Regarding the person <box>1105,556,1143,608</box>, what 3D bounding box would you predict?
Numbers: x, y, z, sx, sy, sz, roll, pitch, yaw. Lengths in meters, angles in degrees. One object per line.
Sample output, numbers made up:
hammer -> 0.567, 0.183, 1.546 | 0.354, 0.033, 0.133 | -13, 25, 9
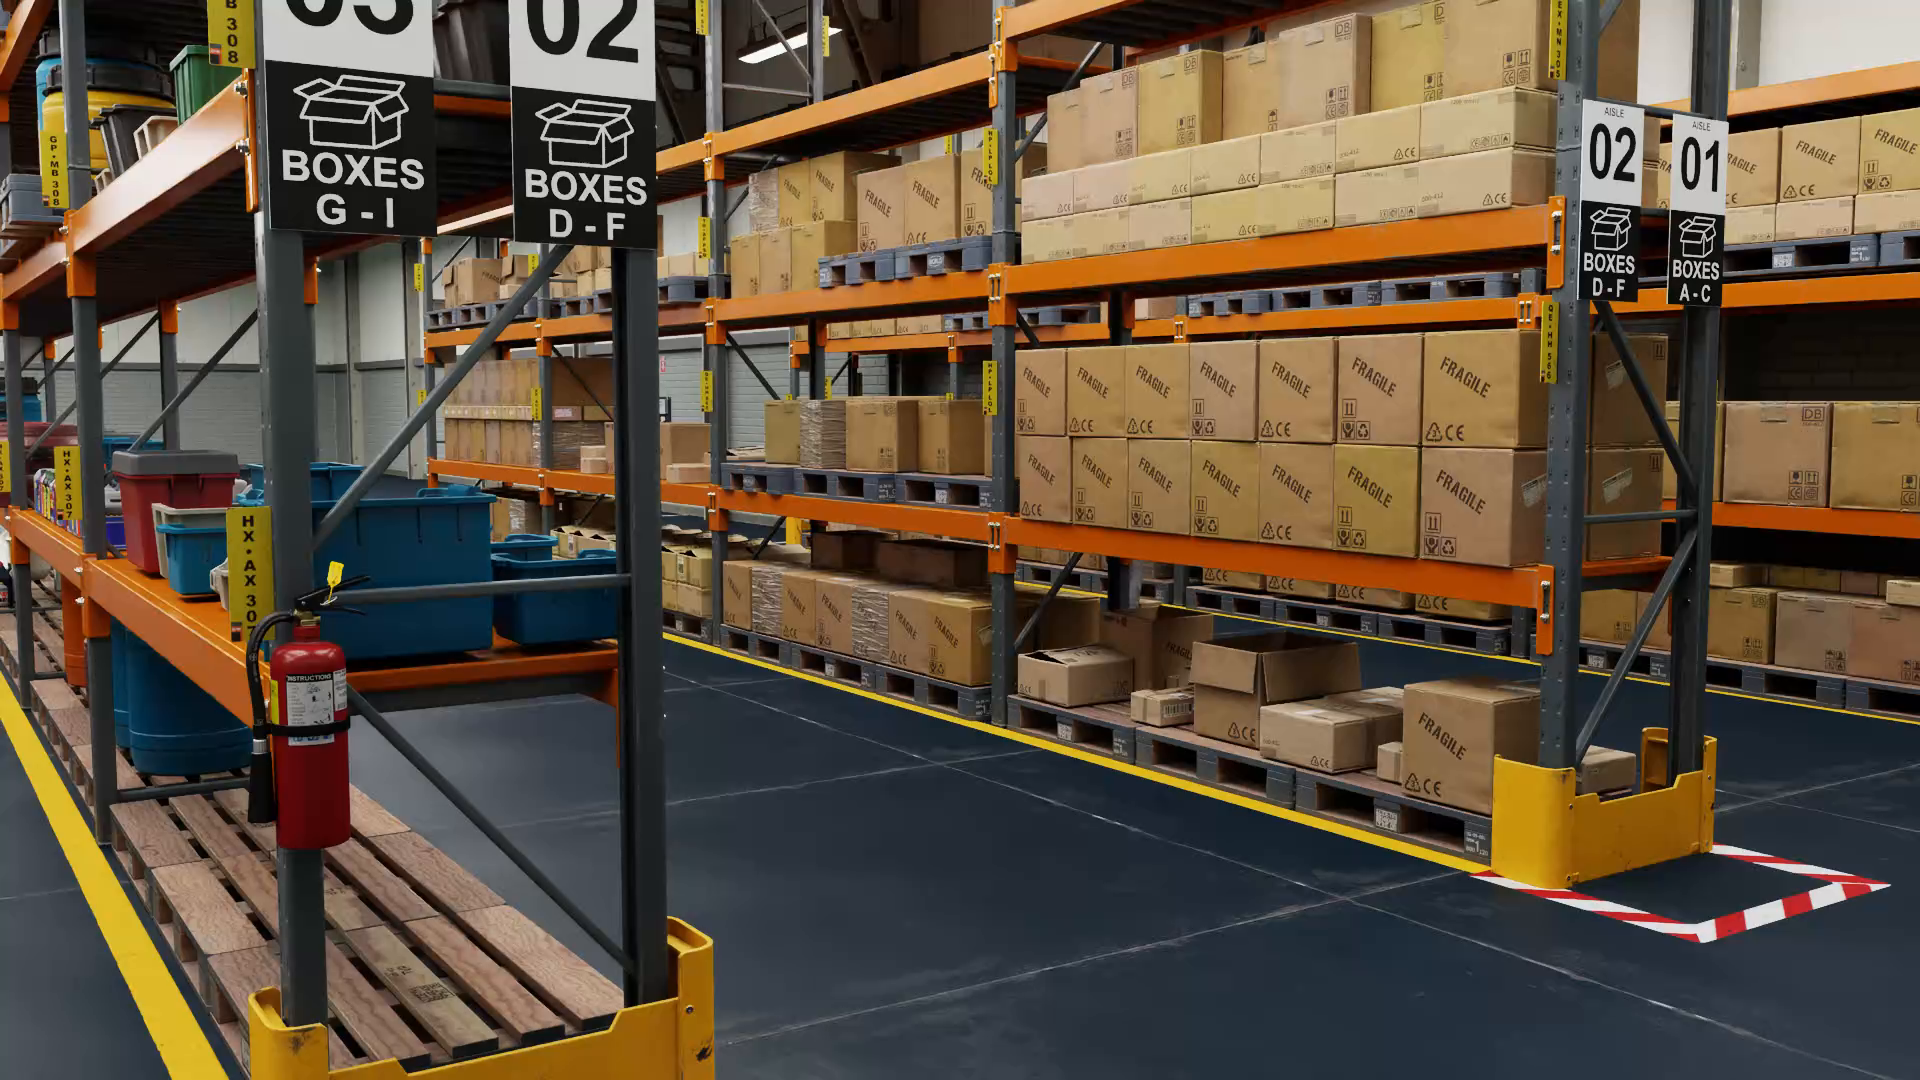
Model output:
person -> 1.424, -0.030, 14.438 | 0.428, 1.659, 0.530 | -4, 6, -37
